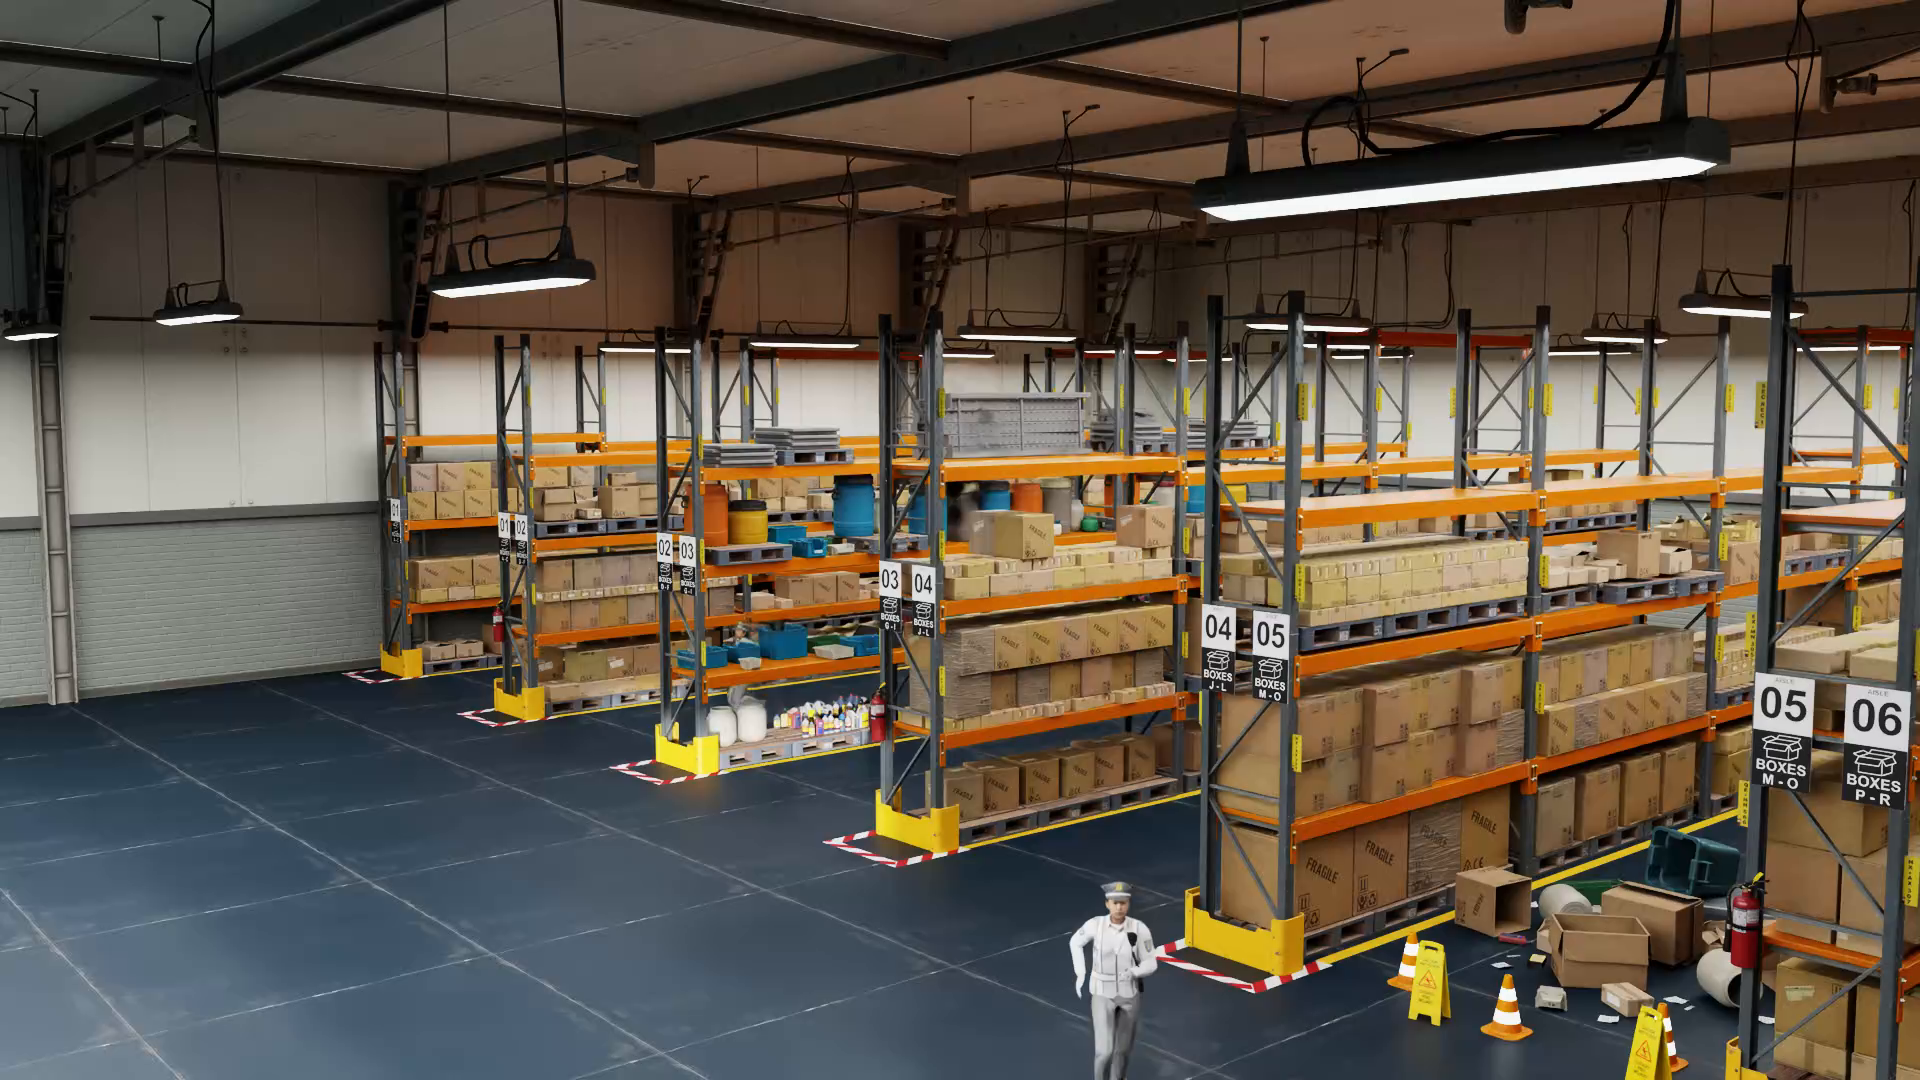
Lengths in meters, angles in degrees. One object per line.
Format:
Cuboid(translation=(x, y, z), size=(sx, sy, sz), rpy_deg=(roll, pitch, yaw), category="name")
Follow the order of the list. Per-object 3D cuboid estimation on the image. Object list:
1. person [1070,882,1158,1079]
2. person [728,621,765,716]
Cuboid(translation=(1.096, 3.257, 11.777), size=(0.581, 1.734, 0.712), rpy_deg=(0, 5, -3), category="person")
Cuboid(translation=(-3.277, 2.052, 25.277), size=(0.554, 1.662, 0.664), rpy_deg=(-4, 7, -38), category="person")
